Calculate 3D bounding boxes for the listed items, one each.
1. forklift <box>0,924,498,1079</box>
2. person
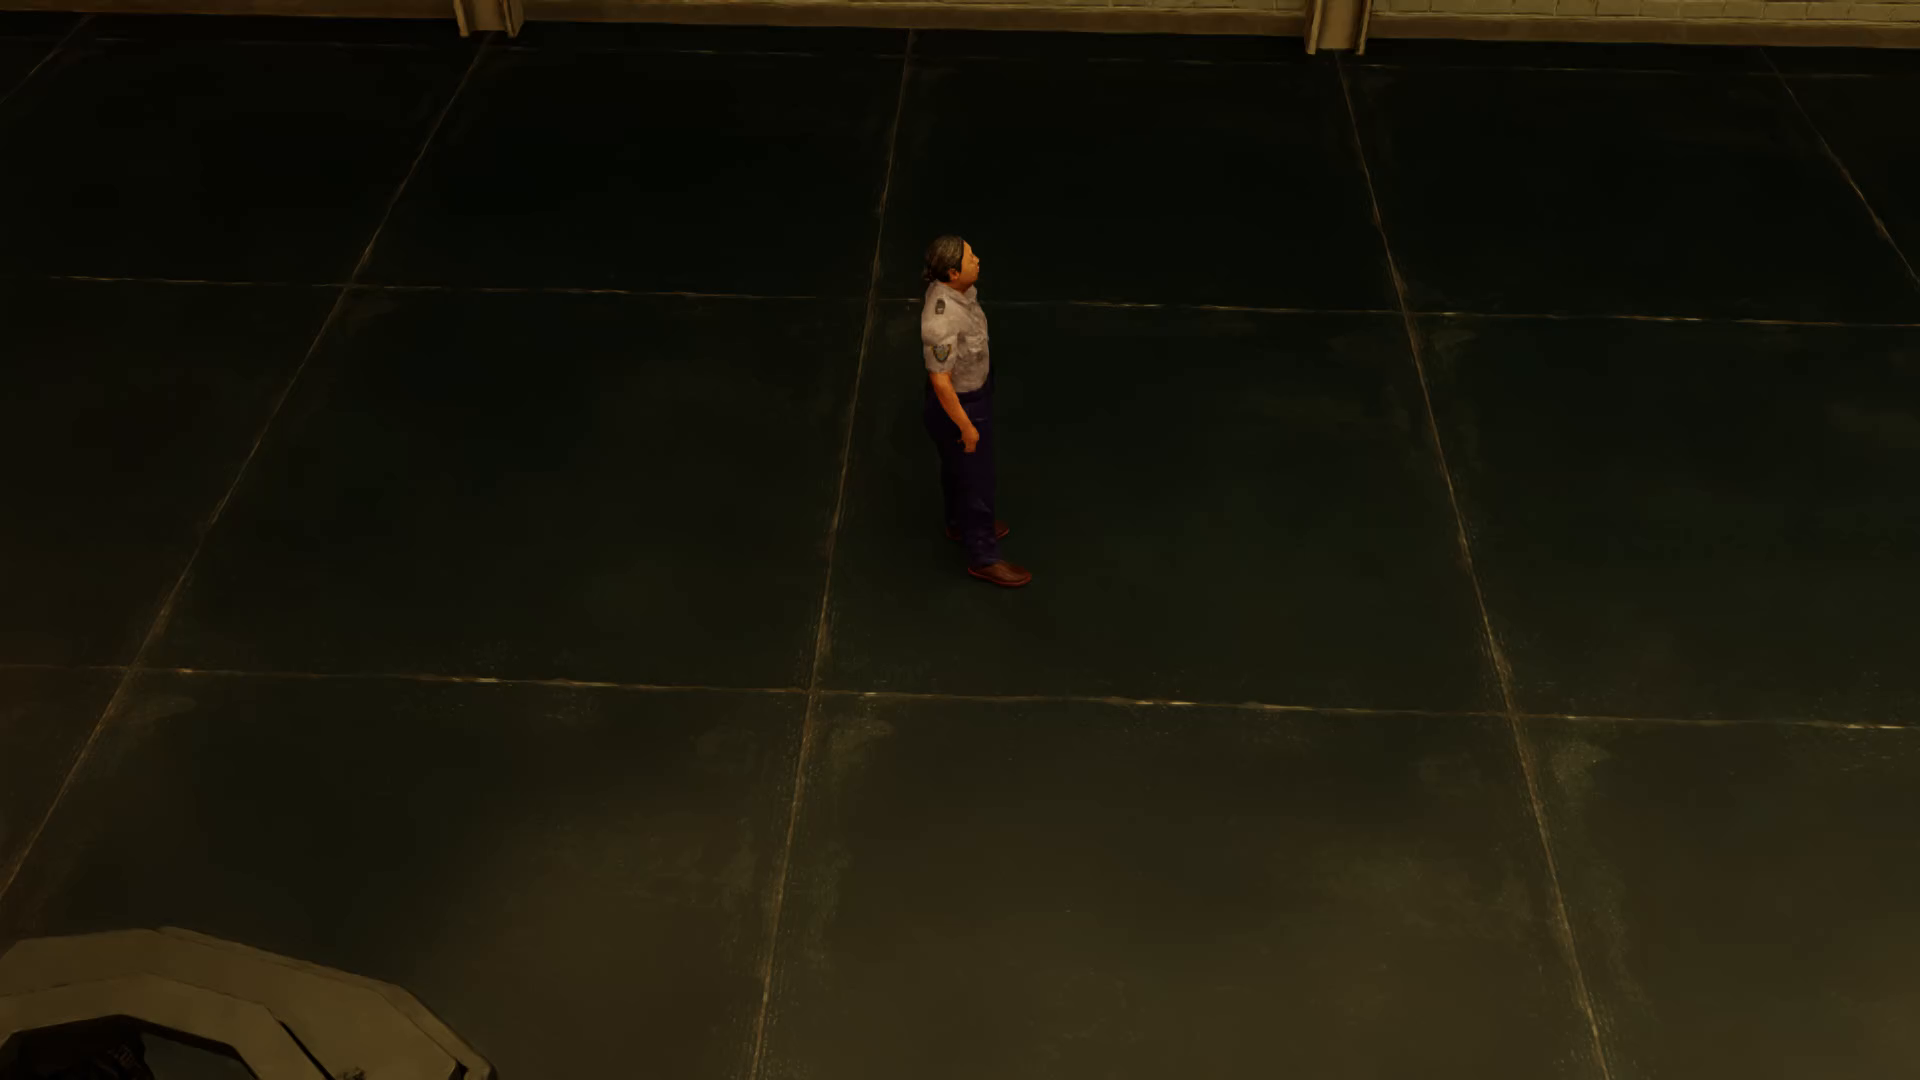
[{"bbox_3d":[-1.432,2.251,3.277,1.130,2.935,3.031,11,44,12],"label":"forklift"},{"bbox_3d":[0.089,-0.596,7.336,0.502,1.650,0.599,2,42,2],"label":"person"}]
